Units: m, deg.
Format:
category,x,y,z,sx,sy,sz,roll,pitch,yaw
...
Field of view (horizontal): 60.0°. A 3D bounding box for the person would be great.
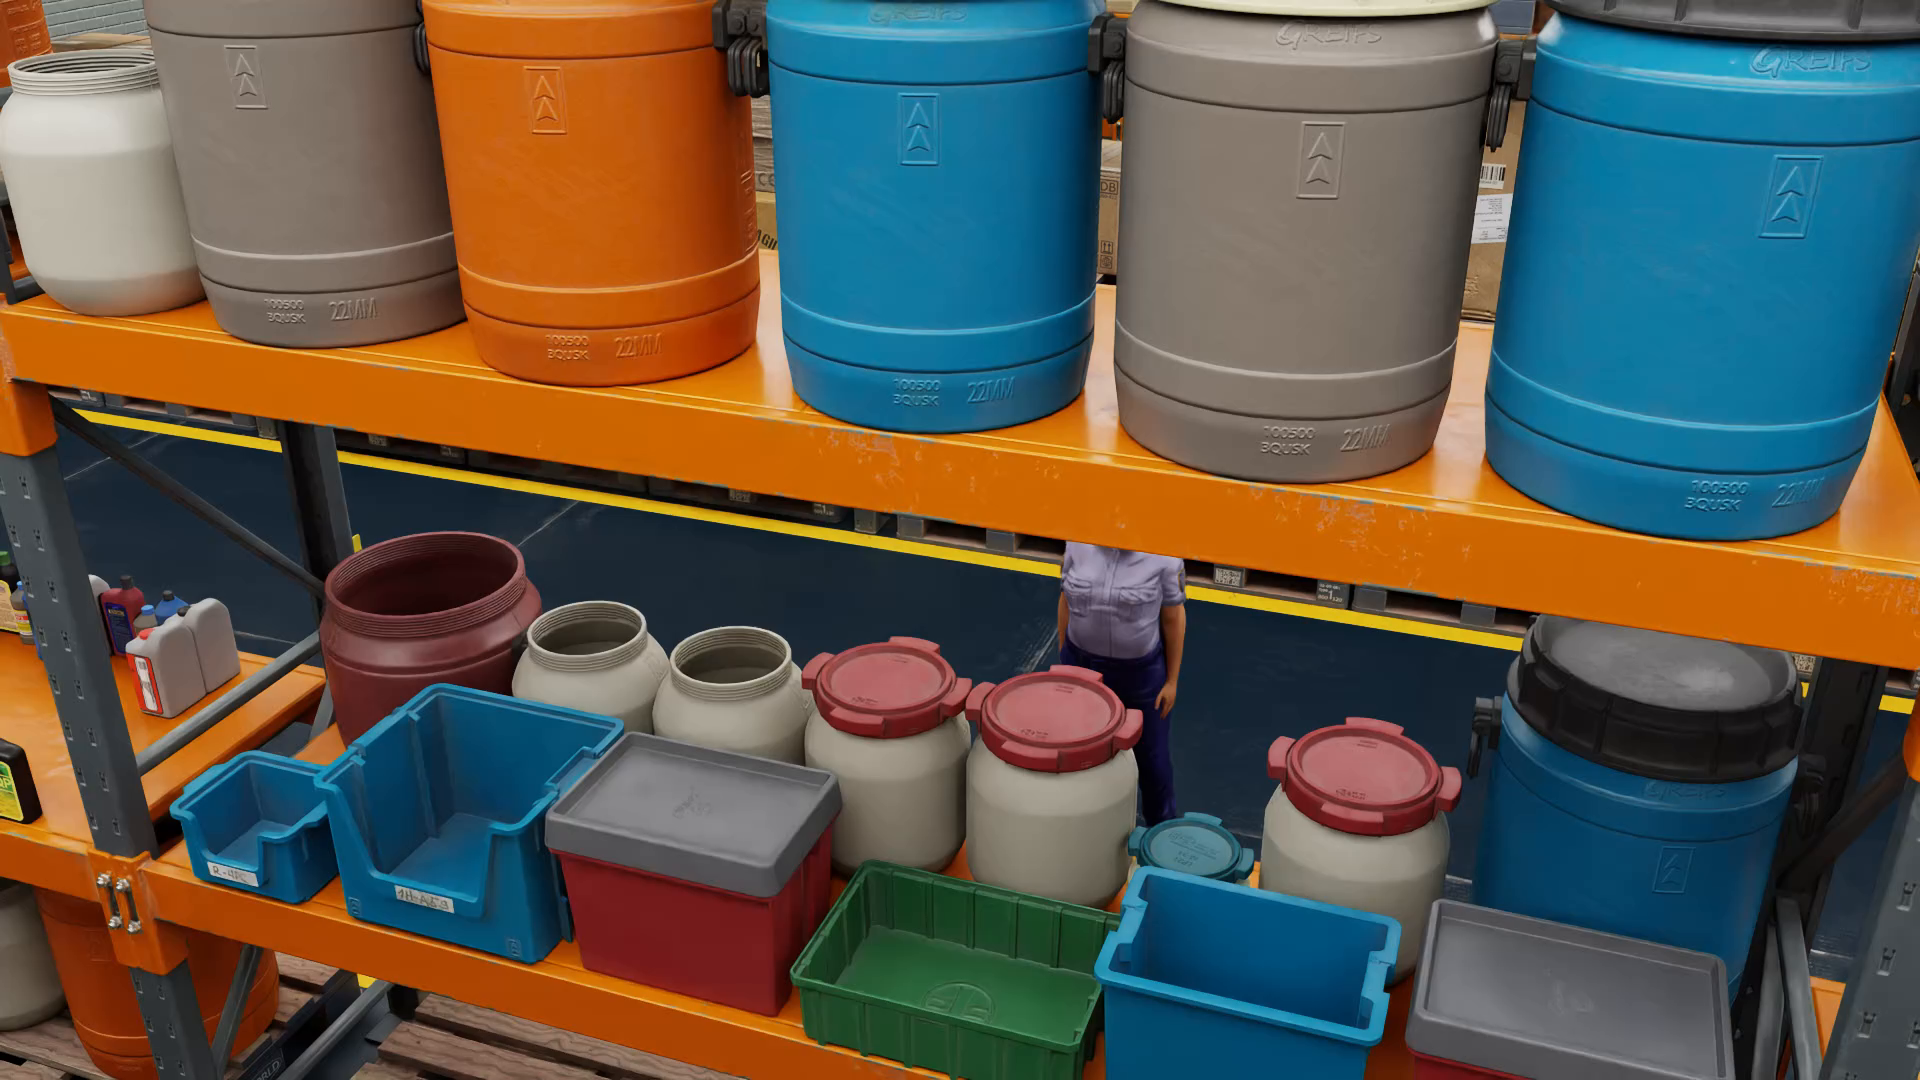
category,x,y,z,sx,sy,sz,roll,pitch,yaw
person,0.591,0.529,6.153,0.491,1.751,0.467,9,27,19
